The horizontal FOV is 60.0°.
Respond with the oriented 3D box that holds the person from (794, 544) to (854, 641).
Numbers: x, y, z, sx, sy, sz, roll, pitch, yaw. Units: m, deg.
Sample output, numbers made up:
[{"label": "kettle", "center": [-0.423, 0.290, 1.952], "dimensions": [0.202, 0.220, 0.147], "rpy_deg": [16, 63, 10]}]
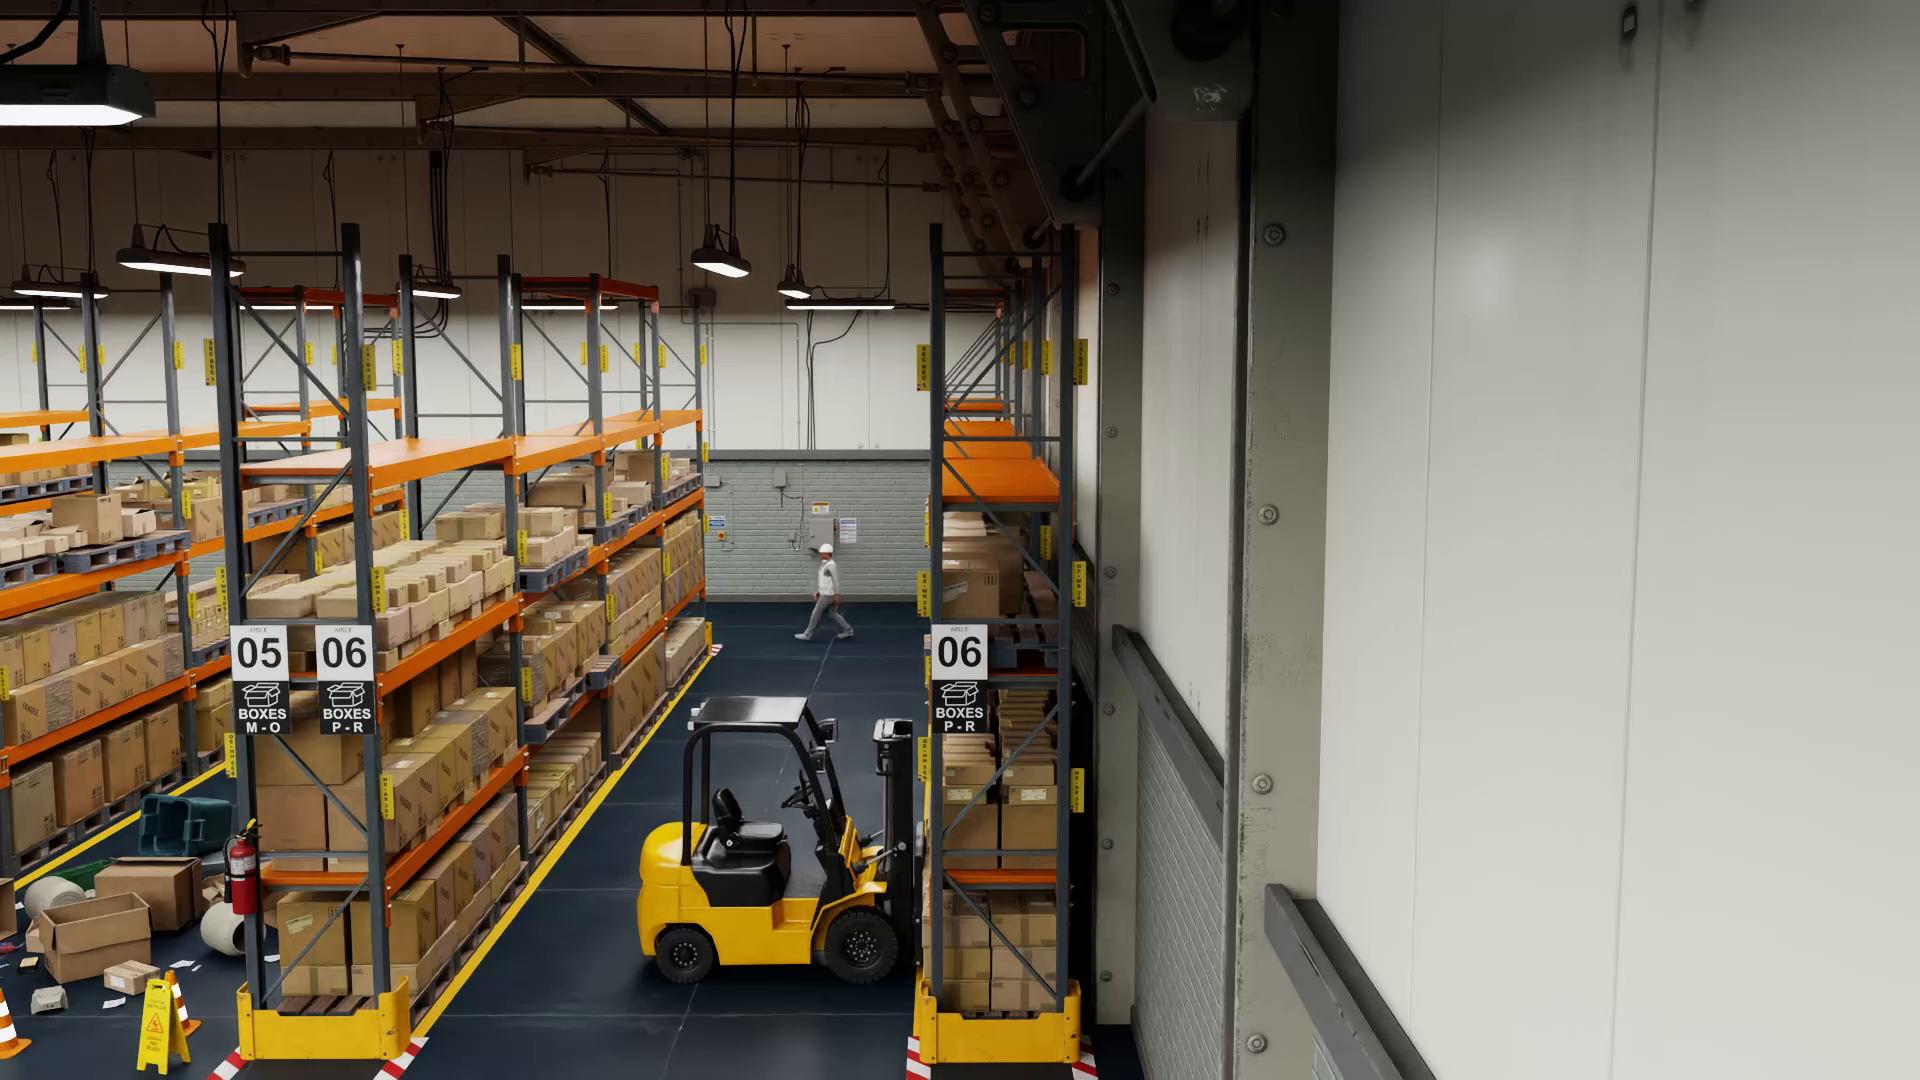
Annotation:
[{"label": "person", "center": [-2.389, 0.917, 29.181], "dimensions": [1.054, 1.706, 0.512], "rpy_deg": [-1, 7, -5]}]
